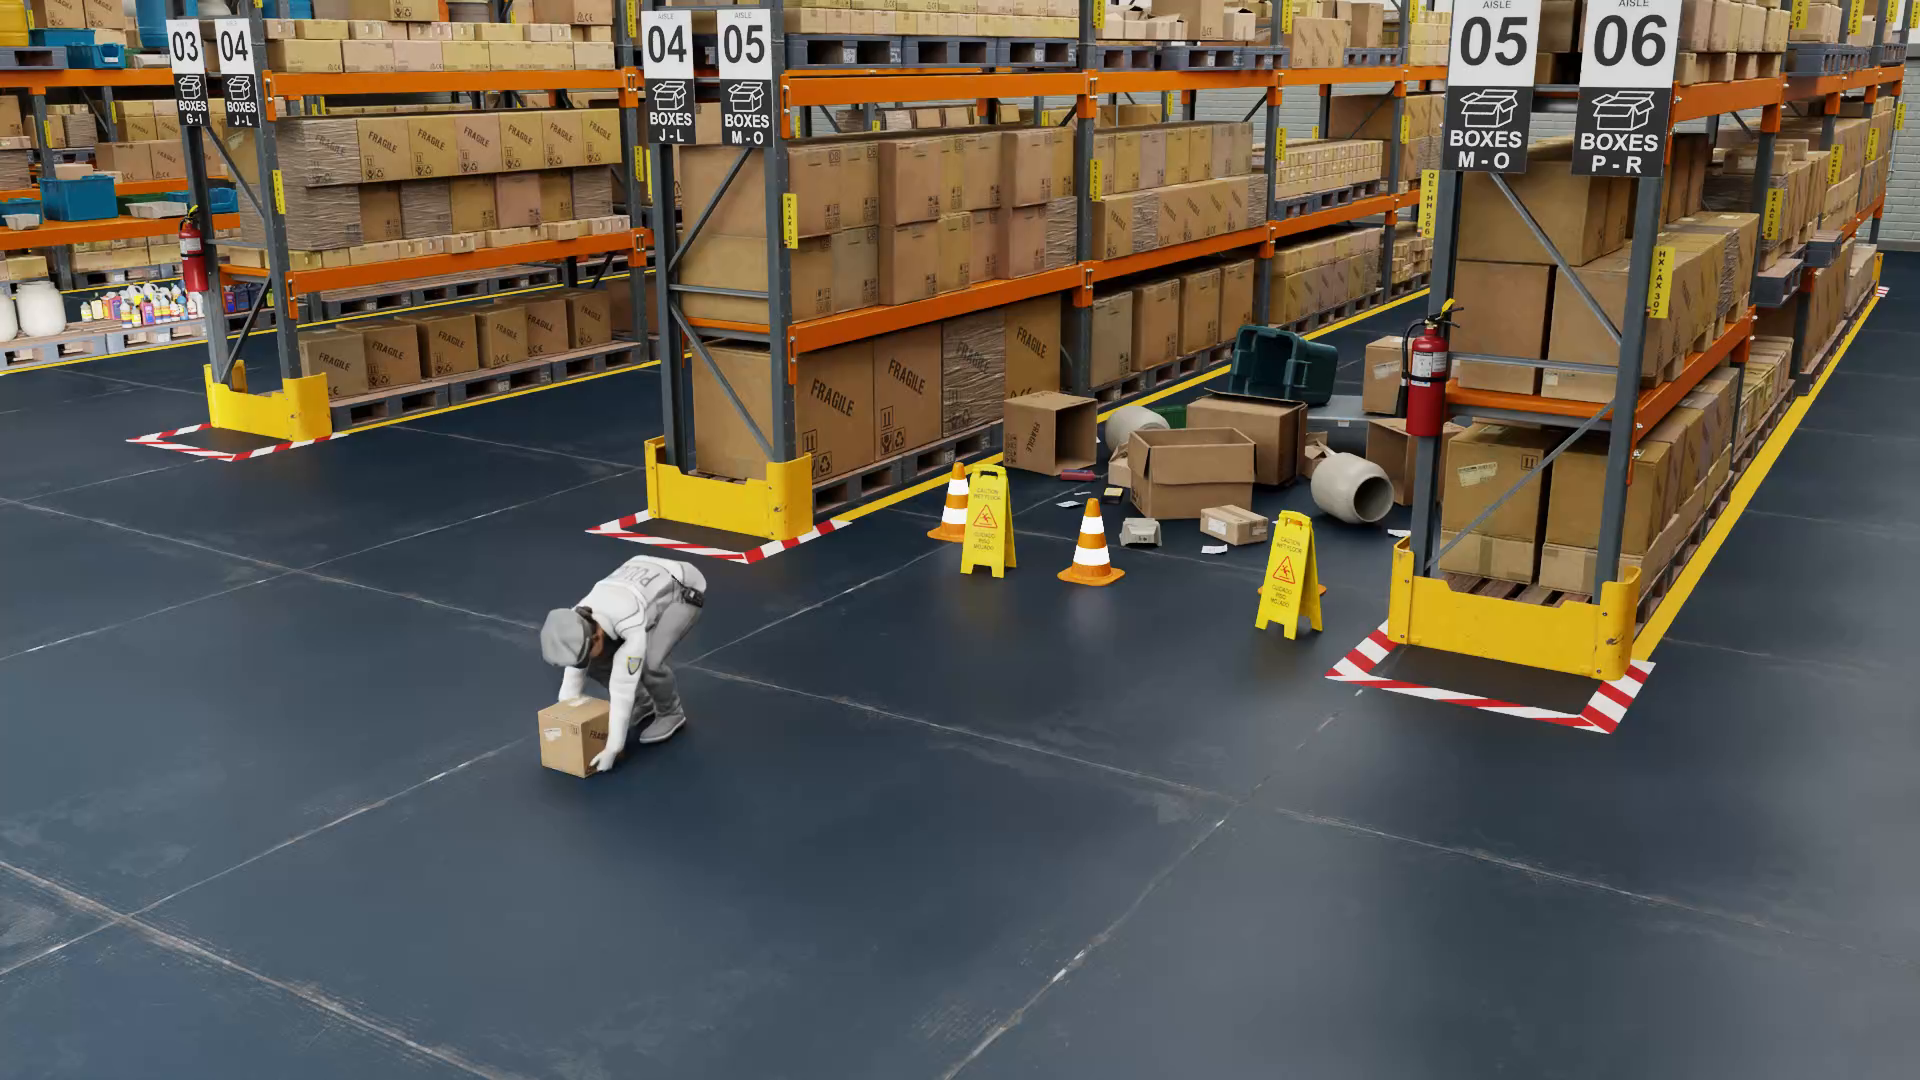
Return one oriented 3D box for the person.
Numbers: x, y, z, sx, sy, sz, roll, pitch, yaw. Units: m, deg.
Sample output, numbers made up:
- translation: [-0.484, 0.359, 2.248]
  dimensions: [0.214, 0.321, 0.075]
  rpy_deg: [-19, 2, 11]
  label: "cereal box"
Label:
- translation: [-1.484, 0.527, 7.349]
  dimensions: [0.452, 0.801, 0.897]
  rpy_deg: [9, 19, 28]
  label: "person"
